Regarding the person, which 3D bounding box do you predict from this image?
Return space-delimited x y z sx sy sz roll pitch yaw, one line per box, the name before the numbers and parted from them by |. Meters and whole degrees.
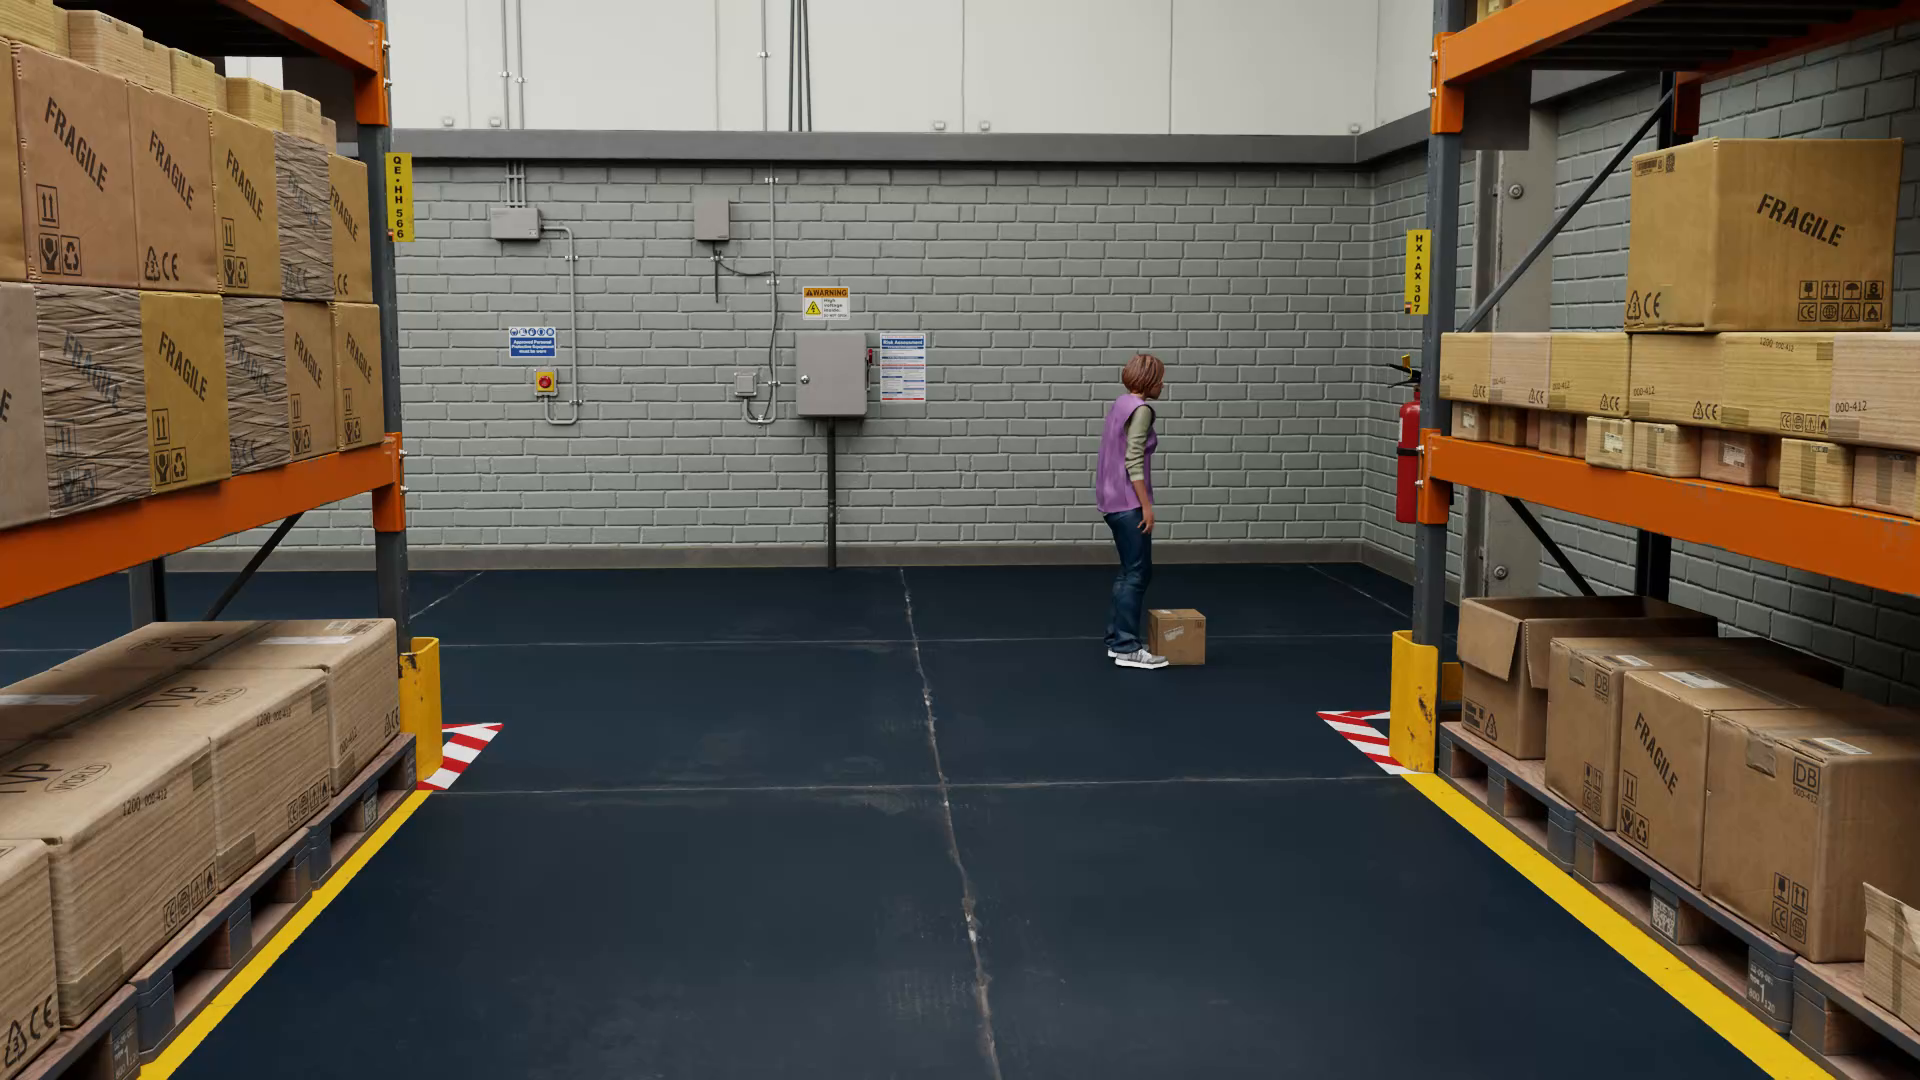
person | 0.884 -0.158 8.575 0.343 1.593 0.485 -1 7 -7
